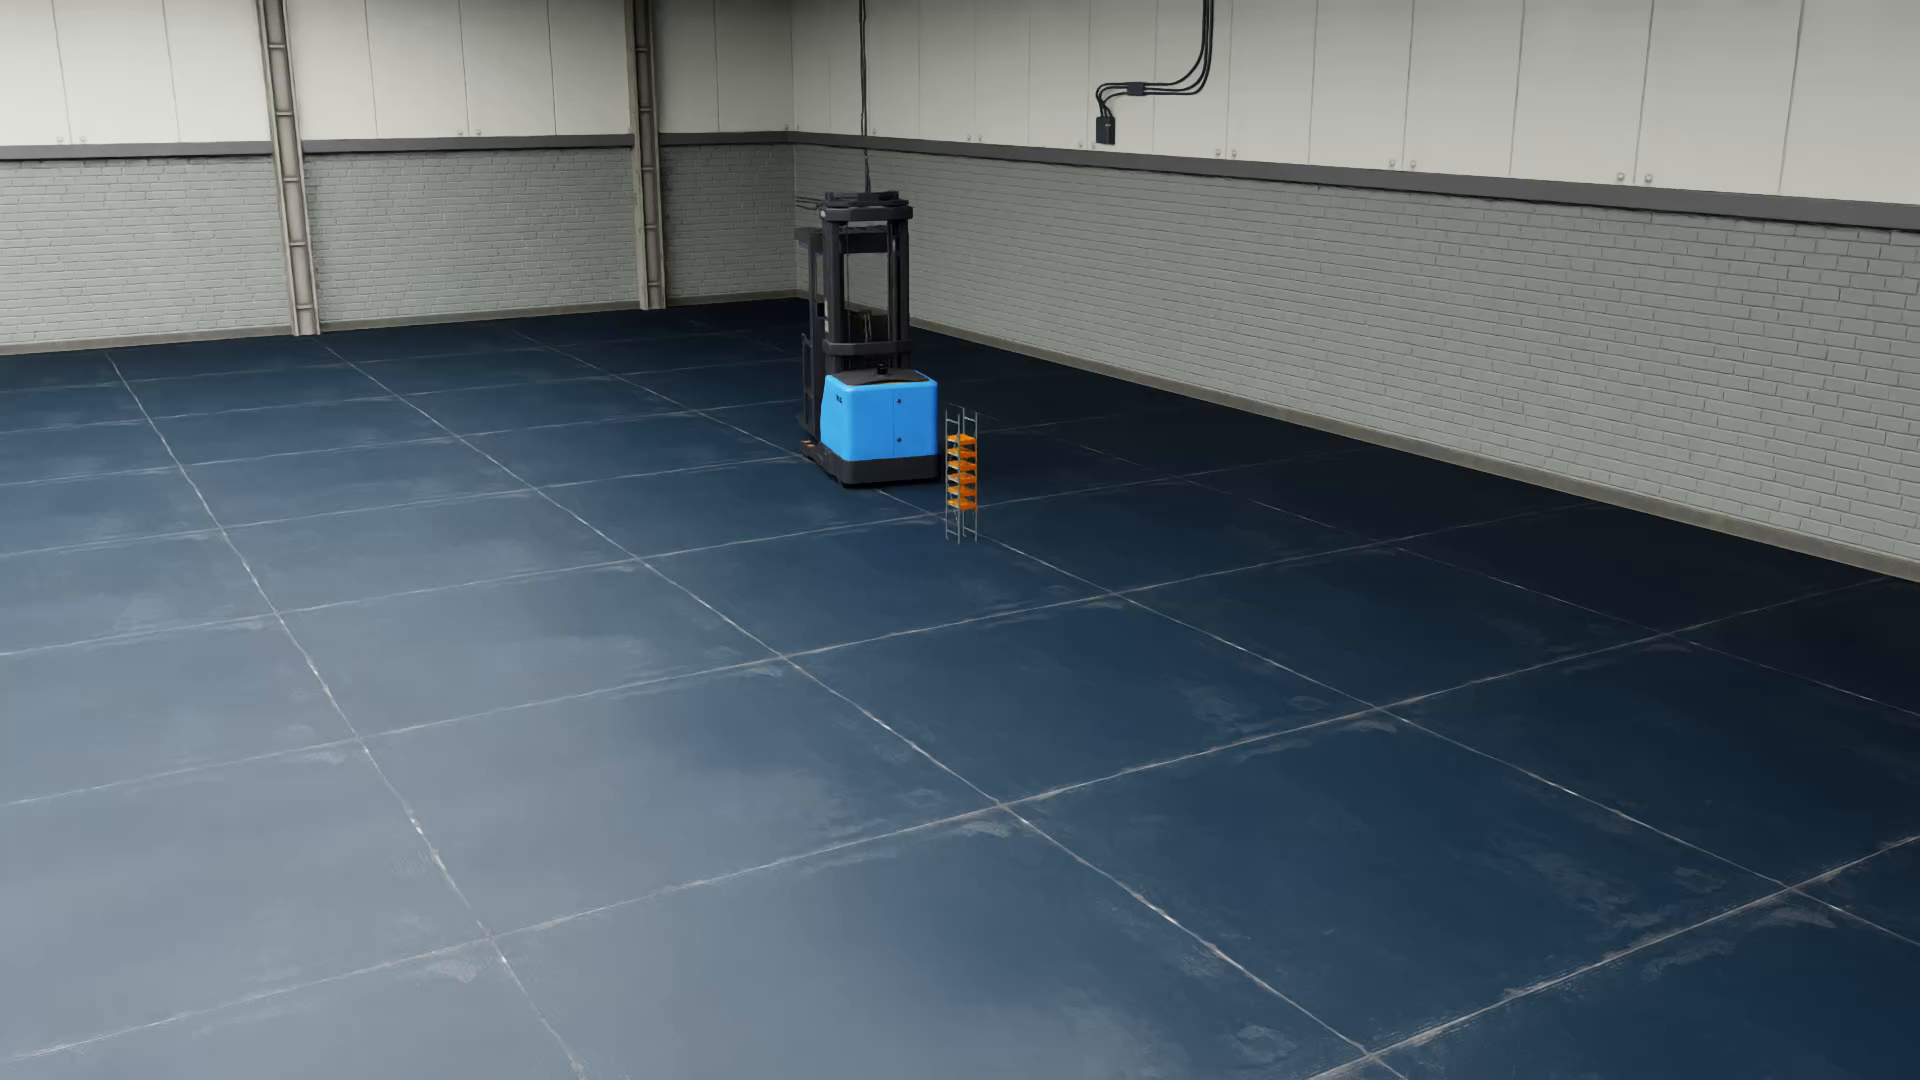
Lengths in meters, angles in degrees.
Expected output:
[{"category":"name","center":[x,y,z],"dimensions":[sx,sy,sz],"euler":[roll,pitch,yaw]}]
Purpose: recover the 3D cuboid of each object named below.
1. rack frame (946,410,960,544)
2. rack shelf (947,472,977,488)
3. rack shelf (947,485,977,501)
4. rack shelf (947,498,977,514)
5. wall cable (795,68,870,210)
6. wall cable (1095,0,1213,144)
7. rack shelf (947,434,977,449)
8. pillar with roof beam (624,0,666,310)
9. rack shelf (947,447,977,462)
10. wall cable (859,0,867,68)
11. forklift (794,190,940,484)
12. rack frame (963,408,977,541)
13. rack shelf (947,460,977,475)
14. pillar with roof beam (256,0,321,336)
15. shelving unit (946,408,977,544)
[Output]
[{"category":"rack frame","center":[-0.066,-0.567,15.050],"dimensions":[0.006,1.200,0.240],"euler":[-9,18,-30]},{"category":"rack shelf","center":[0.012,-0.537,15.107],"dimensions":[0.180,0.103,0.258],"euler":[-9,18,-30]},{"category":"rack shelf","center":[0.012,-0.421,15.140],"dimensions":[0.180,0.103,0.258],"euler":[-9,18,-30]},{"category":"rack shelf","center":[0.012,-0.306,15.172],"dimensions":[0.180,0.103,0.258],"euler":[-9,18,-30]},{"category":"wall cable","center":[-2.386,-7.157,29.861],"dimensions":[0.112,2.526,3.097],"euler":[-9,18,-30]},{"category":"wall cable","center":[2.489,-8.091,21.140],"dimensions":[0.169,6.003,2.305],"euler":[-9,18,-30]},{"category":"rack shelf","center":[0.012,-0.884,15.010],"dimensions":[0.180,0.103,0.258],"euler":[-9,18,-30]},{"category":"pillar with roof beam","center":[-3.376,-7.552,25.520],"dimensions":[0.400,9.000,9.100],"euler":[-9,18,-30]},{"category":"rack shelf","center":[0.012,-0.768,15.042],"dimensions":[0.180,0.103,0.258],"euler":[-9,18,-30]},{"category":"wall cable","center":[-0.993,-8.963,26.947],"dimensions":[0.112,2.526,3.097],"euler":[-9,18,-30]},{"category":"forklift","center":[-1.160,-2.340,18.167],"dimensions":[1.130,2.935,3.031],"euler":[-5,16,-18]},{"category":"rack frame","center":[0.091,-0.592,15.141],"dimensions":[0.006,1.200,0.240],"euler":[-9,18,-30]},{"category":"rack shelf","center":[0.012,-0.653,15.075],"dimensions":[0.180,0.103,0.258],"euler":[-9,18,-30]},{"category":"pillar with roof beam","center":[-8.519,-6.718,22.544],"dimensions":[0.400,9.000,9.100],"euler":[-9,18,-30]},{"category":"shelving unit","center":[0.012,-0.580,15.095],"dimensions":[0.189,1.200,0.258],"euler":[-9,18,-30]}]
